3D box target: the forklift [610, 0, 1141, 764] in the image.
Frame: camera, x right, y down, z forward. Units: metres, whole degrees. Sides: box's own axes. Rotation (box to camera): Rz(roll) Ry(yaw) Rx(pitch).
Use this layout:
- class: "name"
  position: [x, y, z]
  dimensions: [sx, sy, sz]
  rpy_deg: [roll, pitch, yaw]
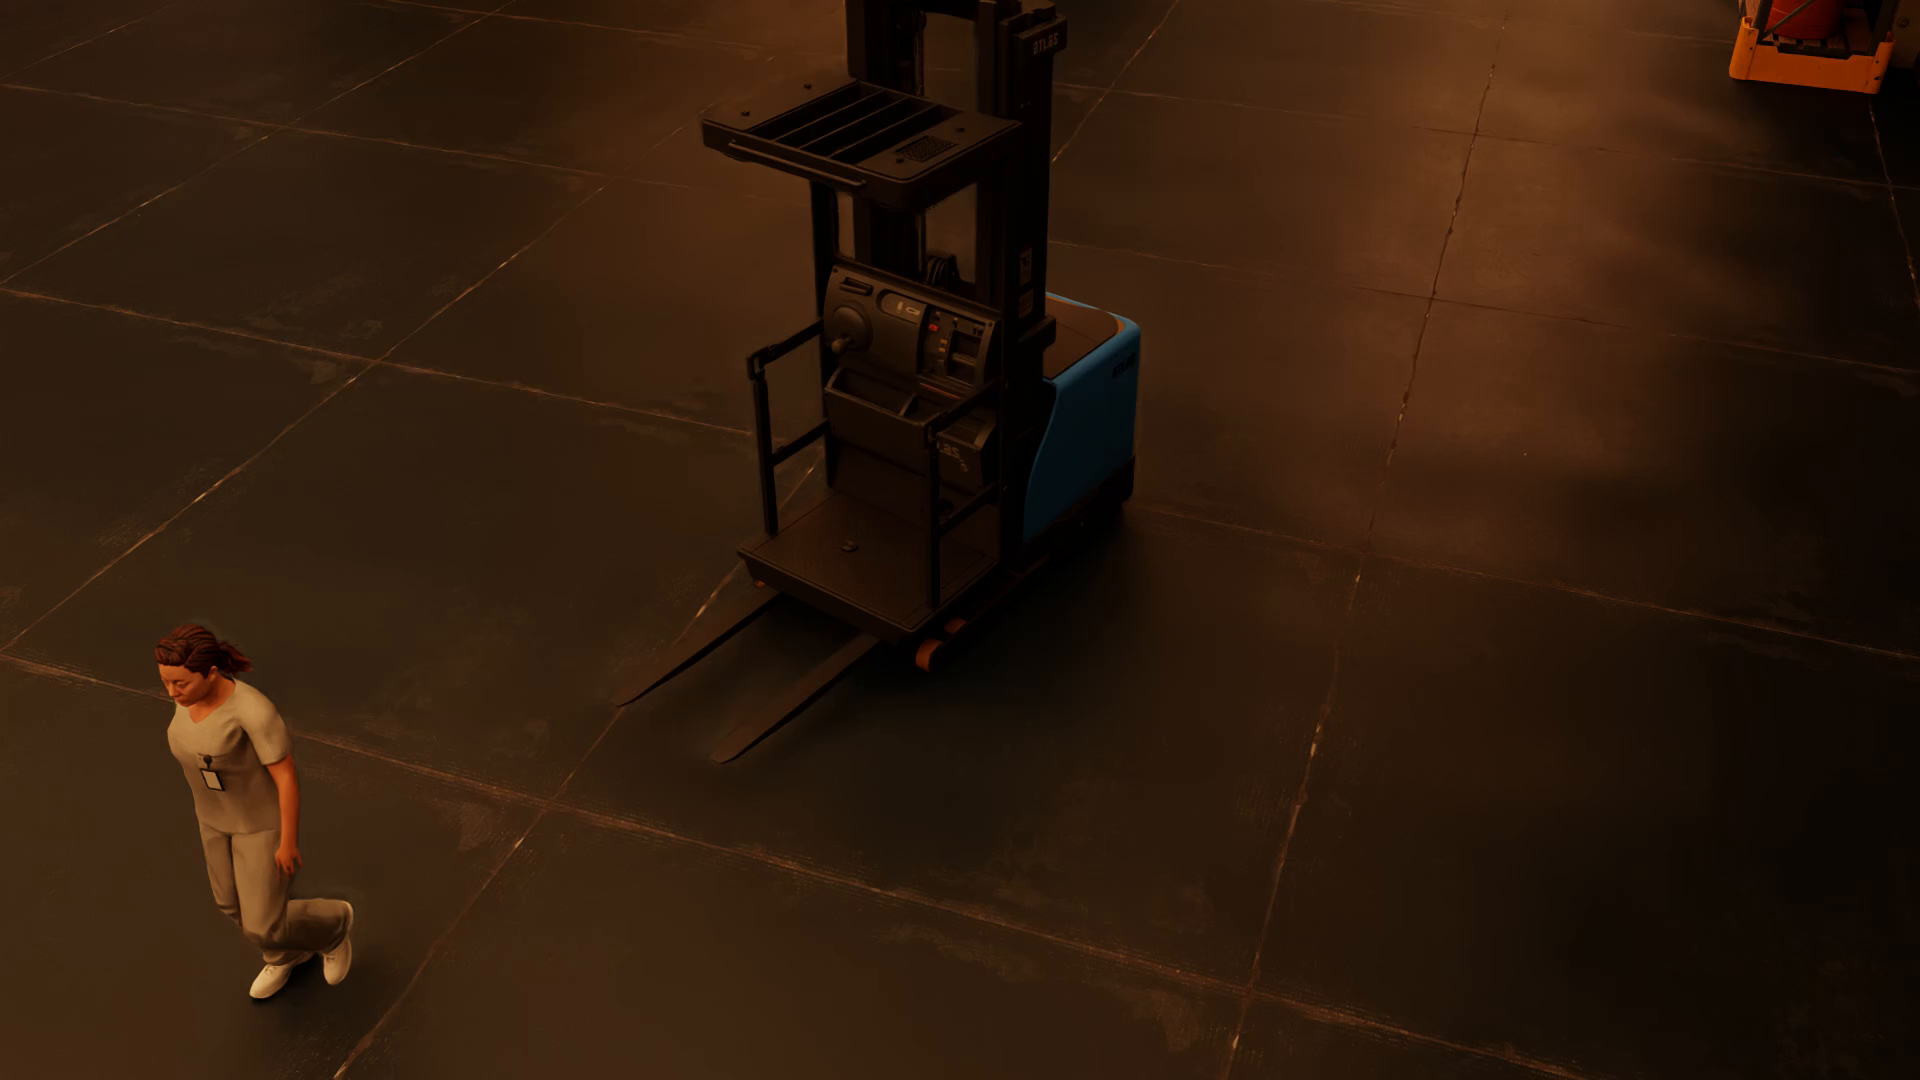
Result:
- class: "forklift"
  position: [-0.362, -0.896, 7.374]
  dimensions: [1.130, 2.935, 3.031]
  rpy_deg: [23, 41, 29]

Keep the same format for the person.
- class: "person"
  position: [-2.514, 0.990, 5.821]
  dimensions: [0.594, 1.655, 0.460]
  rpy_deg: [14, 38, 18]
